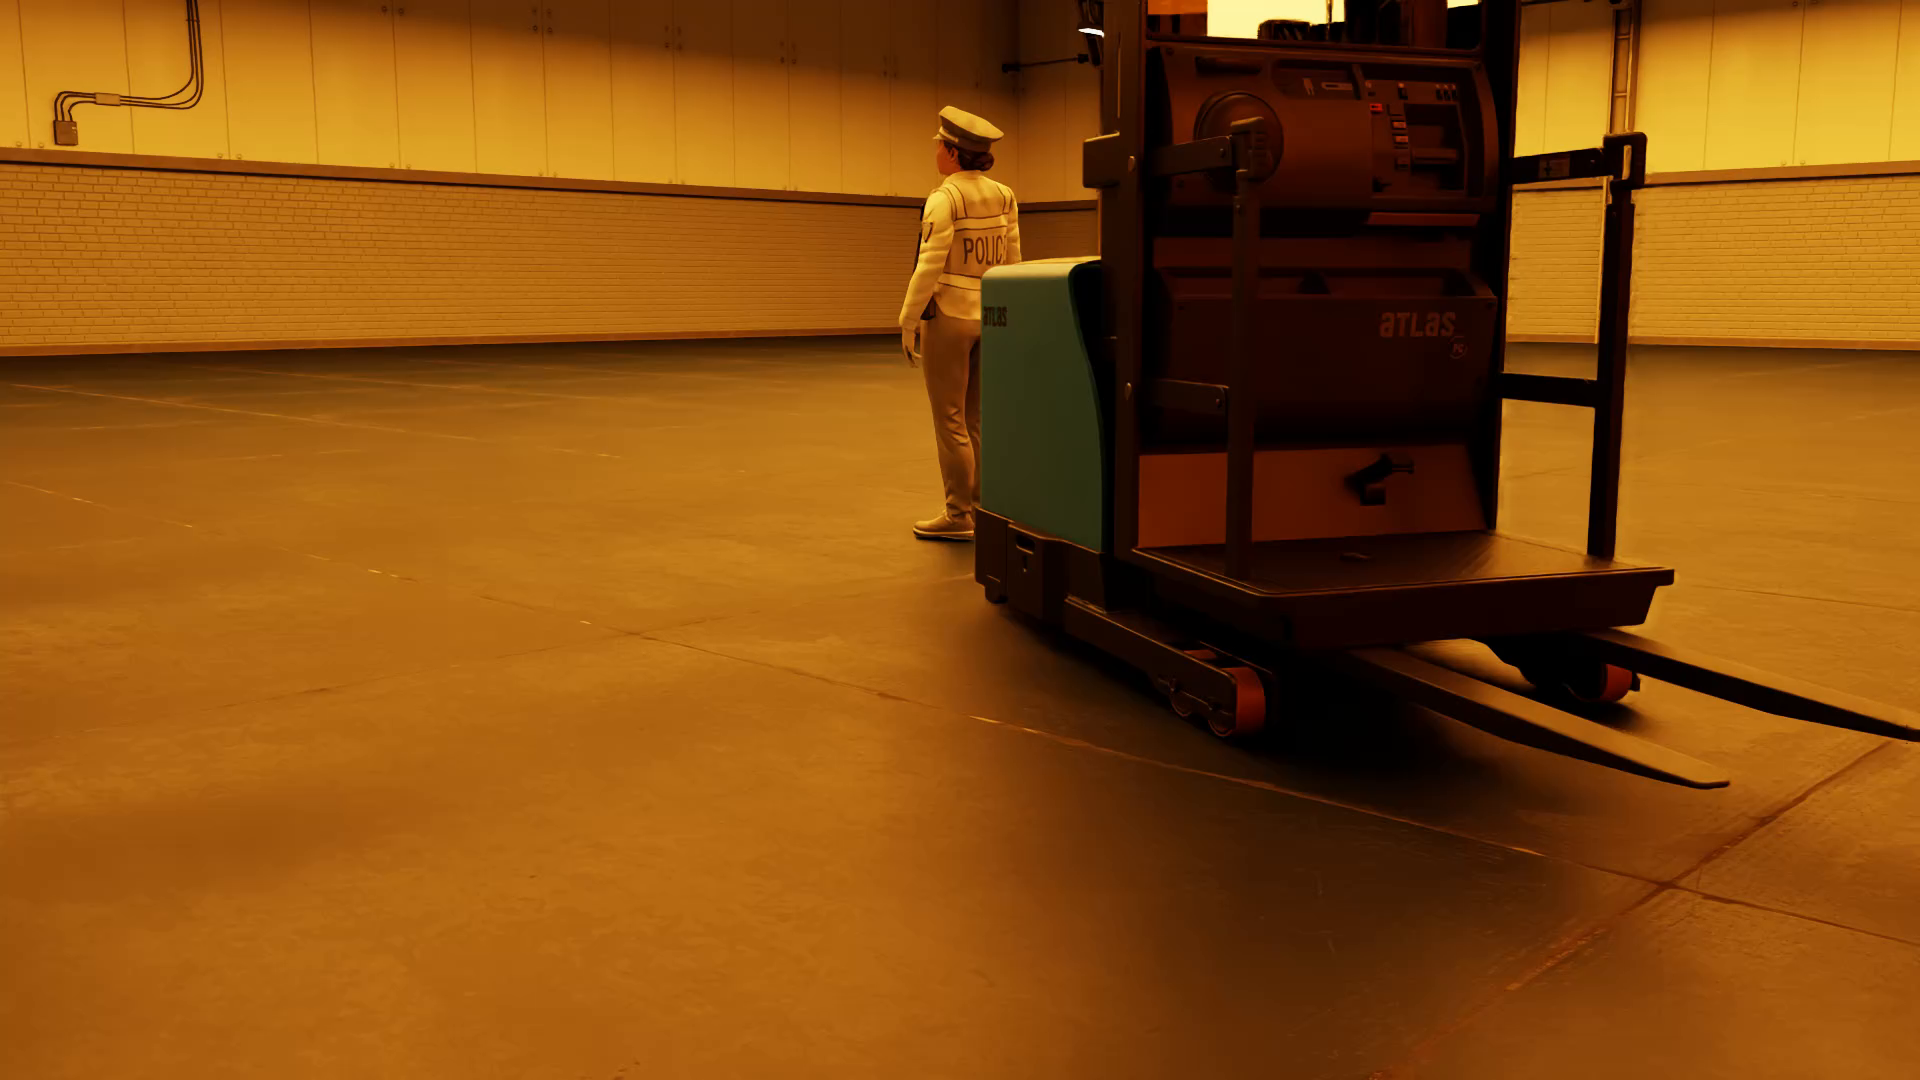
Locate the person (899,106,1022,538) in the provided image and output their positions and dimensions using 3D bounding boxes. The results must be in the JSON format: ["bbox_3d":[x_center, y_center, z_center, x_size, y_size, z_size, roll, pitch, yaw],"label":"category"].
[{"bbox_3d":[-0.044,-0.853,6.641,0.534,1.696,0.587,8,12,43],"label":"person"}]

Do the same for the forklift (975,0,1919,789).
[{"bbox_3d":[1.004,-1.069,3.972,1.130,2.935,3.031,-3,9,-19],"label":"forklift"}]
